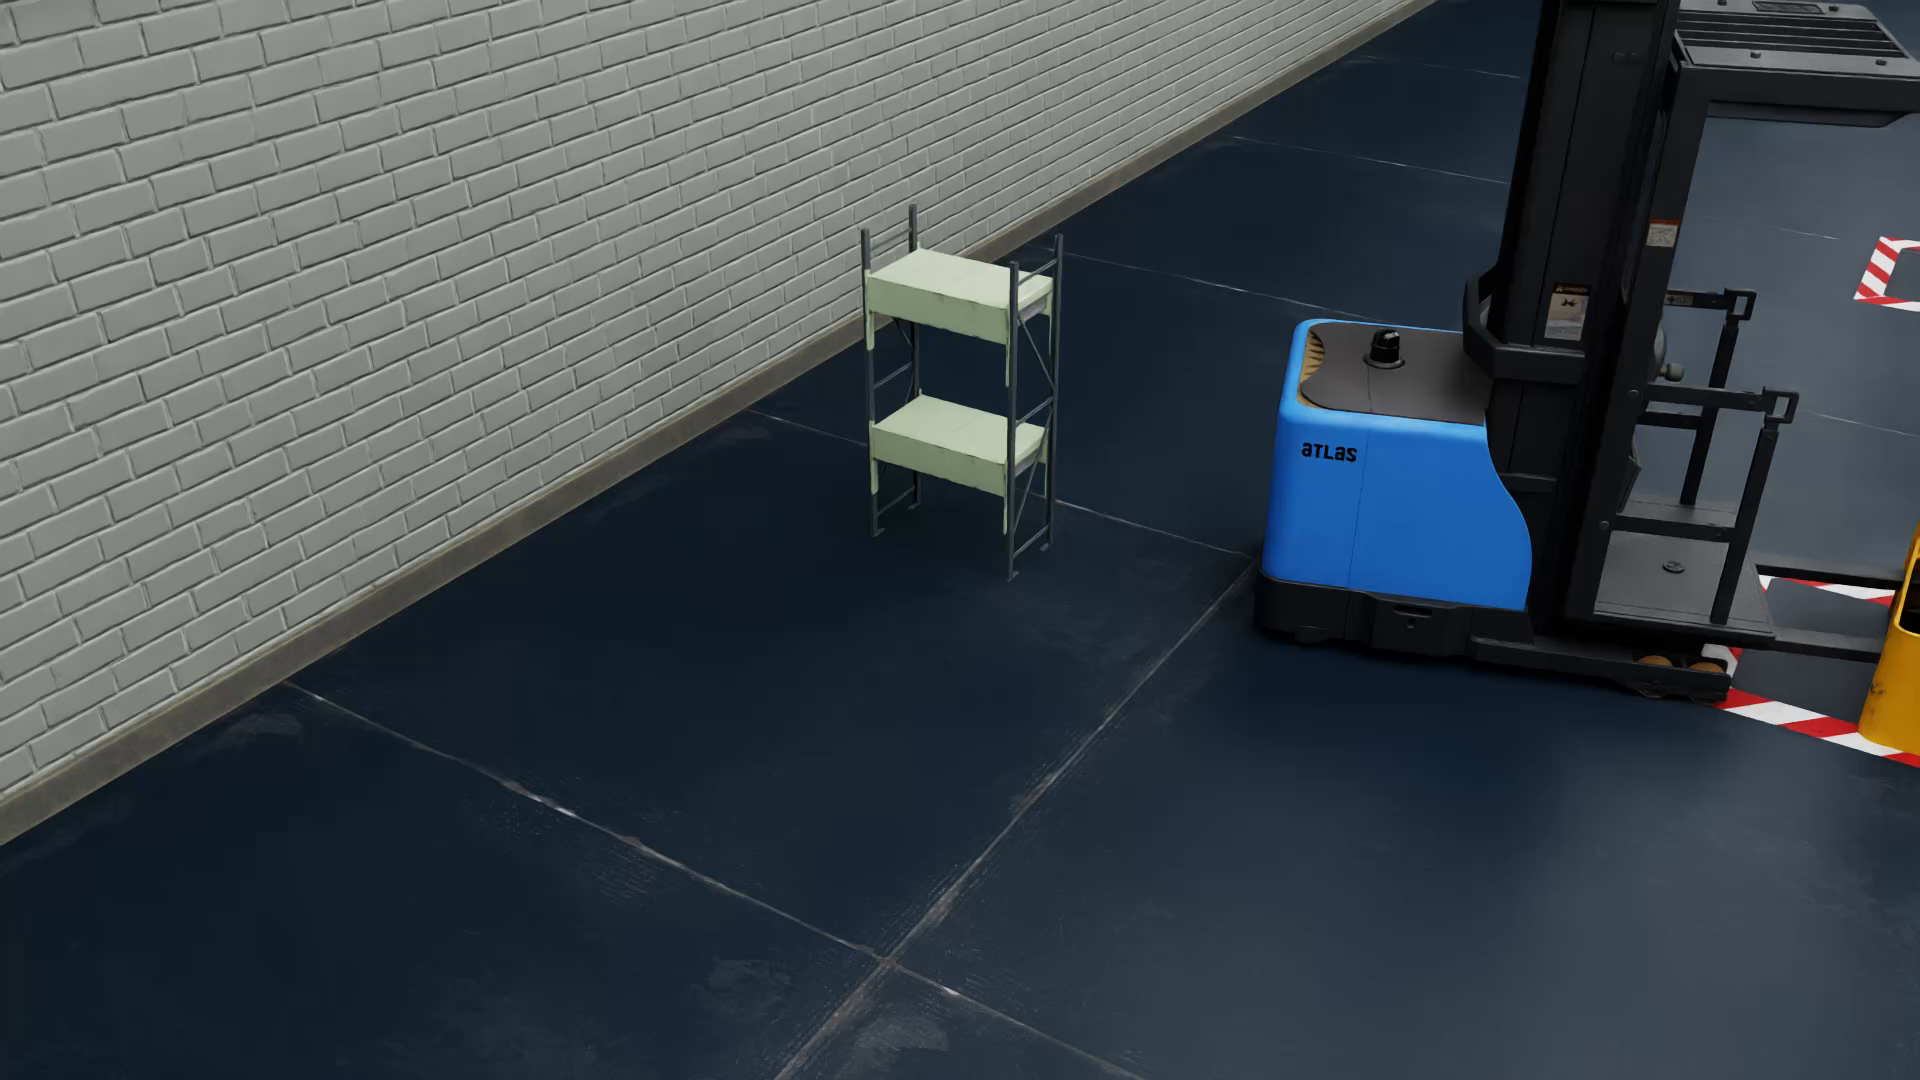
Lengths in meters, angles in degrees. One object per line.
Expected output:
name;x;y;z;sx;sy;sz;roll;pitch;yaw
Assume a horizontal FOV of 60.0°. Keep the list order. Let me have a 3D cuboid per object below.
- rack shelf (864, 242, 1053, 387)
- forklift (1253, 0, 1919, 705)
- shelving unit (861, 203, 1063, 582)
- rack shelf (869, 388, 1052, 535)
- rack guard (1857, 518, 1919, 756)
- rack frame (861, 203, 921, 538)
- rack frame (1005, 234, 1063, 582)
rack shelf;0.006;-0.983;7.172;0.720;0.370;0.431;18;35;27
forklift;2.818;-0.907;6.396;3.031;2.935;1.130;7;31;12
shelving unit;0.006;-0.646;7.369;0.755;1.500;0.431;18;35;27
rack shelf;0.006;-0.364;7.533;0.720;0.370;0.431;18;35;27
rack guard;3.925;0.344;6.664;0.348;0.500;1.175;18;35;27
rack frame;-0.304;-0.744;7.537;0.023;1.500;0.400;18;35;27
rack frame;0.316;-0.548;7.201;0.023;1.500;0.400;18;35;27
